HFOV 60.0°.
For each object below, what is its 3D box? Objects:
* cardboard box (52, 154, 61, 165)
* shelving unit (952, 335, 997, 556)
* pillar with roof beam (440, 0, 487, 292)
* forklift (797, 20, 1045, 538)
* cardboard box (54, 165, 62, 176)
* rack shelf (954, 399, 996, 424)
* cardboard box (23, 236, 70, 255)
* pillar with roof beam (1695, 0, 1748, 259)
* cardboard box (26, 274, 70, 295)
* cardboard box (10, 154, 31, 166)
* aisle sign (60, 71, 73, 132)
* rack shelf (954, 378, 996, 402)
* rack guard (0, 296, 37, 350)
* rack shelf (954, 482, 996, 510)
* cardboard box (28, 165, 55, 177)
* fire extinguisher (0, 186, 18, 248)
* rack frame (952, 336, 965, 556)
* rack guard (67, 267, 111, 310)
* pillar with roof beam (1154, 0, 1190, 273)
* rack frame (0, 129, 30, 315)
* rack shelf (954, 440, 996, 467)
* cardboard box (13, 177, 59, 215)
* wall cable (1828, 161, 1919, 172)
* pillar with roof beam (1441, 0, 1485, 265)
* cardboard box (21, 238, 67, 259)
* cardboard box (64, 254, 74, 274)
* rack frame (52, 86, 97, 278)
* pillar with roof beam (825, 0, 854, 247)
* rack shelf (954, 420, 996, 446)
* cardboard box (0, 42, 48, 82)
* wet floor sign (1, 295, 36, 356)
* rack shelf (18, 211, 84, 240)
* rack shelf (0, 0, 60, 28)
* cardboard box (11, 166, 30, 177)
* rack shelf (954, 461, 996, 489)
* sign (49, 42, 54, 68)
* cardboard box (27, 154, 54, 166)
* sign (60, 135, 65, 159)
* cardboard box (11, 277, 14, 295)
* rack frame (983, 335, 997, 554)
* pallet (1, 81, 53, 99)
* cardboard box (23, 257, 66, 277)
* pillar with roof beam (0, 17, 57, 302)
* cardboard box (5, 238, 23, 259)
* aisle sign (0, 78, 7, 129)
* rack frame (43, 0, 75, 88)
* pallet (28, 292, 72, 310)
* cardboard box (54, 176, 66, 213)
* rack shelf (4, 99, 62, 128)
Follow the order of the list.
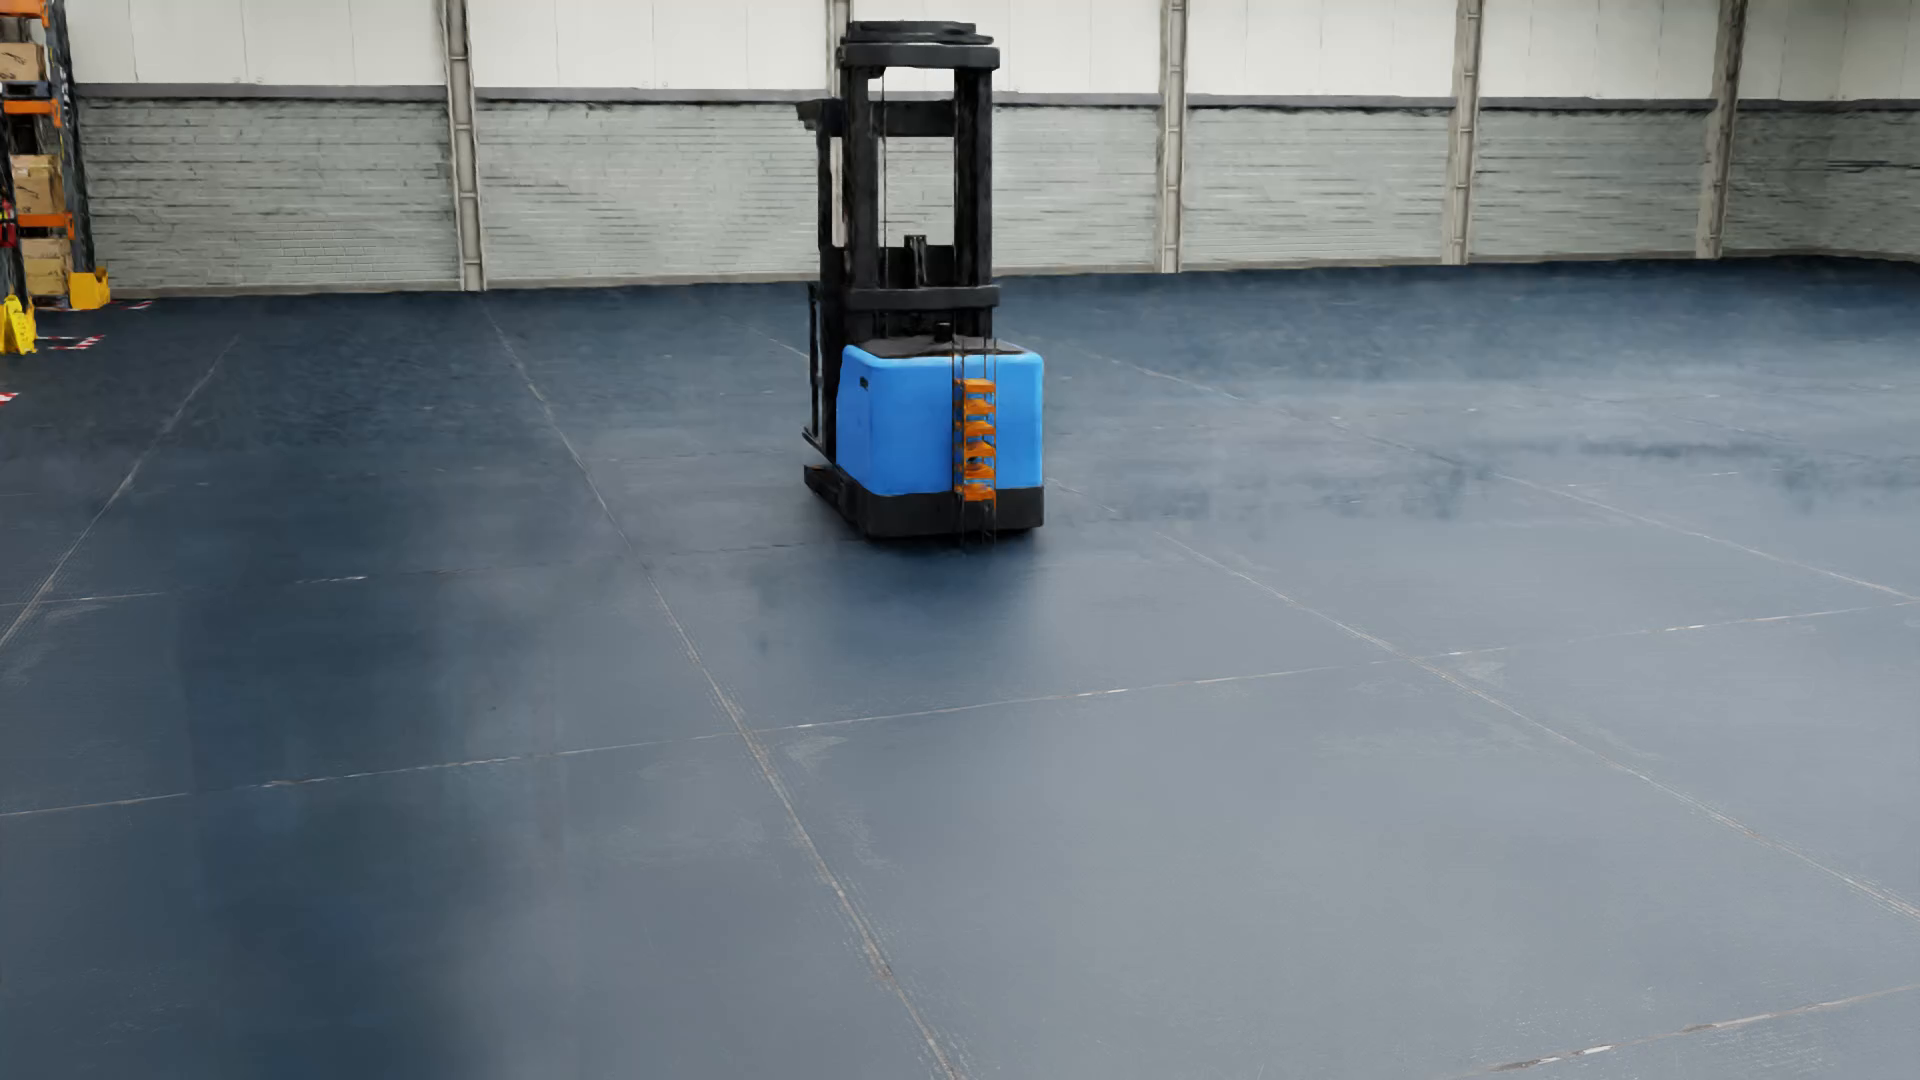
[{"bbox_3d":[-12.771,-5.325,23.287,0.250,0.149,0.380,-5,14,-19],"label":"cardboard box"},{"bbox_3d":[0.077,-0.525,9.256,0.189,1.200,0.258,-4,14,-16],"label":"shelving unit"},{"bbox_3d":[-6.272,-7.358,21.128,0.400,9.000,9.100,-4,14,-18],"label":"pillar with roof beam"},{"bbox_3d":[-0.405,-1.735,10.605,1.130,2.935,3.031,-4,14,-16],"label":"forklift"},{"bbox_3d":[-12.789,-5.190,23.362,0.250,0.149,0.380,-5,14,-20],"label":"cardboard box"},{"bbox_3d":[0.077,-0.715,9.211,0.180,0.103,0.258,-4,14,-16],"label":"rack shelf"},{"bbox_3d":[-12.900,-4.153,23.494,0.500,0.250,0.500,-5,14,-19],"label":"cardboard box"},{"bbox_3d":[16.474,-9.129,28.575,0.400,9.000,9.100,-4,14,-18],"label":"pillar with roof beam"},{"bbox_3d":[-12.729,-3.557,23.148,0.500,0.250,0.500,-4,14,-18],"label":"cardboard box"},{"bbox_3d":[-12.881,-5.205,22.783,0.250,0.149,0.380,-4,14,-18],"label":"cardboard box"},{"bbox_3d":[-12.229,-5.999,22.764,0.004,0.787,0.394,-4,14,-18],"label":"aisle sign"},{"bbox_3d":[0.077,-0.832,9.183,0.180,0.103,0.258,-4,14,-16],"label":"rack shelf"},{"bbox_3d":[-10.870,-2.484,19.005,0.348,0.500,1.175,-4,14,-18],"label":"rack guard"},{"bbox_3d":[0.077,-0.248,9.322,0.180,0.103,0.258,-4,14,-16],"label":"rack shelf"},{"bbox_3d":[-12.624,-5.071,22.863,0.250,0.149,0.380,-4,14,-17],"label":"cardboard box"},{"bbox_3d":[-10.542,-3.575,18.359,0.183,0.674,0.296,-4,14,-18],"label":"fire extinguisher"},{"bbox_3d":[-0.011,-0.519,9.232,0.006,1.200,0.240,-4,14,-16],"label":"rack frame"},{"bbox_3d":[-12.362,-3.580,23.612,0.348,0.500,1.175,-4,14,-18],"label":"rack guard"},{"bbox_3d":[5.101,-8.243,24.852,0.400,9.000,9.100,-4,14,-18],"label":"pillar with roof beam"},{"bbox_3d":[-10.798,-3.706,18.740,0.127,3.000,1.000,-4,14,-18],"label":"rack frame"},{"bbox_3d":[0.077,-0.482,9.267,0.180,0.103,0.258,-4,14,-16],"label":"rack shelf"},{"bbox_3d":[-12.767,-4.749,22.909,0.500,0.500,0.500,-5,14,-19],"label":"cardboard box"},{"bbox_3d":[18.315,-8.490,32.598,0.112,2.526,3.097,-4,14,-18],"label":"wall cable"},{"bbox_3d":[10.788,-8.686,26.713,0.400,9.000,9.100,-4,14,-18],"label":"pillar with roof beam"},{"bbox_3d":[-12.721,-4.045,23.039,0.500,0.250,0.500,-4,14,-16],"label":"cardboard box"},{"bbox_3d":[-12.896,-3.915,23.573,0.500,0.250,0.500,-4,14,-17],"label":"cardboard box"},{"bbox_3d":[-12.384,-4.794,23.315,0.127,3.000,1.000,-4,14,-18],"label":"rack frame"},{"bbox_3d":[-0.586,-7.800,22.990,0.400,9.000,9.100,-4,14,-18],"label":"pillar with roof beam"},{"bbox_3d":[0.077,-0.598,9.239,0.180,0.103,0.258,-4,14,-16],"label":"rack shelf"},{"bbox_3d":[-12.726,-6.469,22.534,0.500,0.500,0.500,-4,14,-16],"label":"cardboard box"},{"bbox_3d":[-10.277,-2.340,18.084,0.232,0.644,0.267,0,13,1],"label":"wet floor sign"},{"bbox_3d":[-14.280,-4.296,22.778,4.000,0.370,1.077,-4,14,-18],"label":"rack shelf"},{"bbox_3d":[-14.280,-7.020,22.130,4.000,0.370,1.077,-4,14,-18],"label":"rack shelf"},{"bbox_3d":[-12.856,-5.046,22.756,0.250,0.149,0.380,-4,14,-17],"label":"cardboard box"},{"bbox_3d":[0.077,-0.365,9.295,0.180,0.103,0.258,-4,14,-16],"label":"rack shelf"},{"bbox_3d":[-12.225,-6.525,22.370,0.005,0.325,0.100,-4,14,-18],"label":"sign"},{"bbox_3d":[-12.657,-5.230,22.889,0.250,0.149,0.380,-4,14,-18],"label":"cardboard box"},{"bbox_3d":[-12.225,-5.352,22.649,0.005,0.325,0.100,-4,14,-18],"label":"sign"},{"bbox_3d":[-13.203,-3.522,23.002,0.500,0.250,0.500,-4,14,-18],"label":"cardboard box"},{"bbox_3d":[0.165,-0.531,9.281,0.006,1.200,0.240,-4,14,-16],"label":"rack frame"},{"bbox_3d":[-13.063,-6.164,22.783,1.213,0.211,1.003,-4,14,-18],"label":"pallet"},{"bbox_3d":[-12.746,-3.799,23.088,0.500,0.250,0.500,-5,14,-19],"label":"cardboard box"},{"bbox_3d":[-11.959,-6.915,19.267,0.400,9.000,9.100,-4,14,-18],"label":"pillar with roof beam"},{"bbox_3d":[-13.204,-4.006,22.875,0.500,0.250,0.500,-4,14,-17],"label":"cardboard box"},{"bbox_3d":[-10.838,-5.043,18.744,0.004,0.787,0.394,-4,14,-18],"label":"aisle sign"},{"bbox_3d":[-12.384,-7.713,22.621,0.127,3.000,1.000,-4,14,-18],"label":"rack frame"},{"bbox_3d":[-13.096,-3.372,23.362,1.213,0.211,1.003,-4,14,-18],"label":"pallet"},{"bbox_3d":[-12.943,-4.867,23.406,0.500,0.500,0.500,-4,14,-16],"label":"cardboard box"},{"bbox_3d":[-14.280,-5.756,22.431,4.000,0.370,1.077,-4,14,-18],"label":"rack shelf"}]
